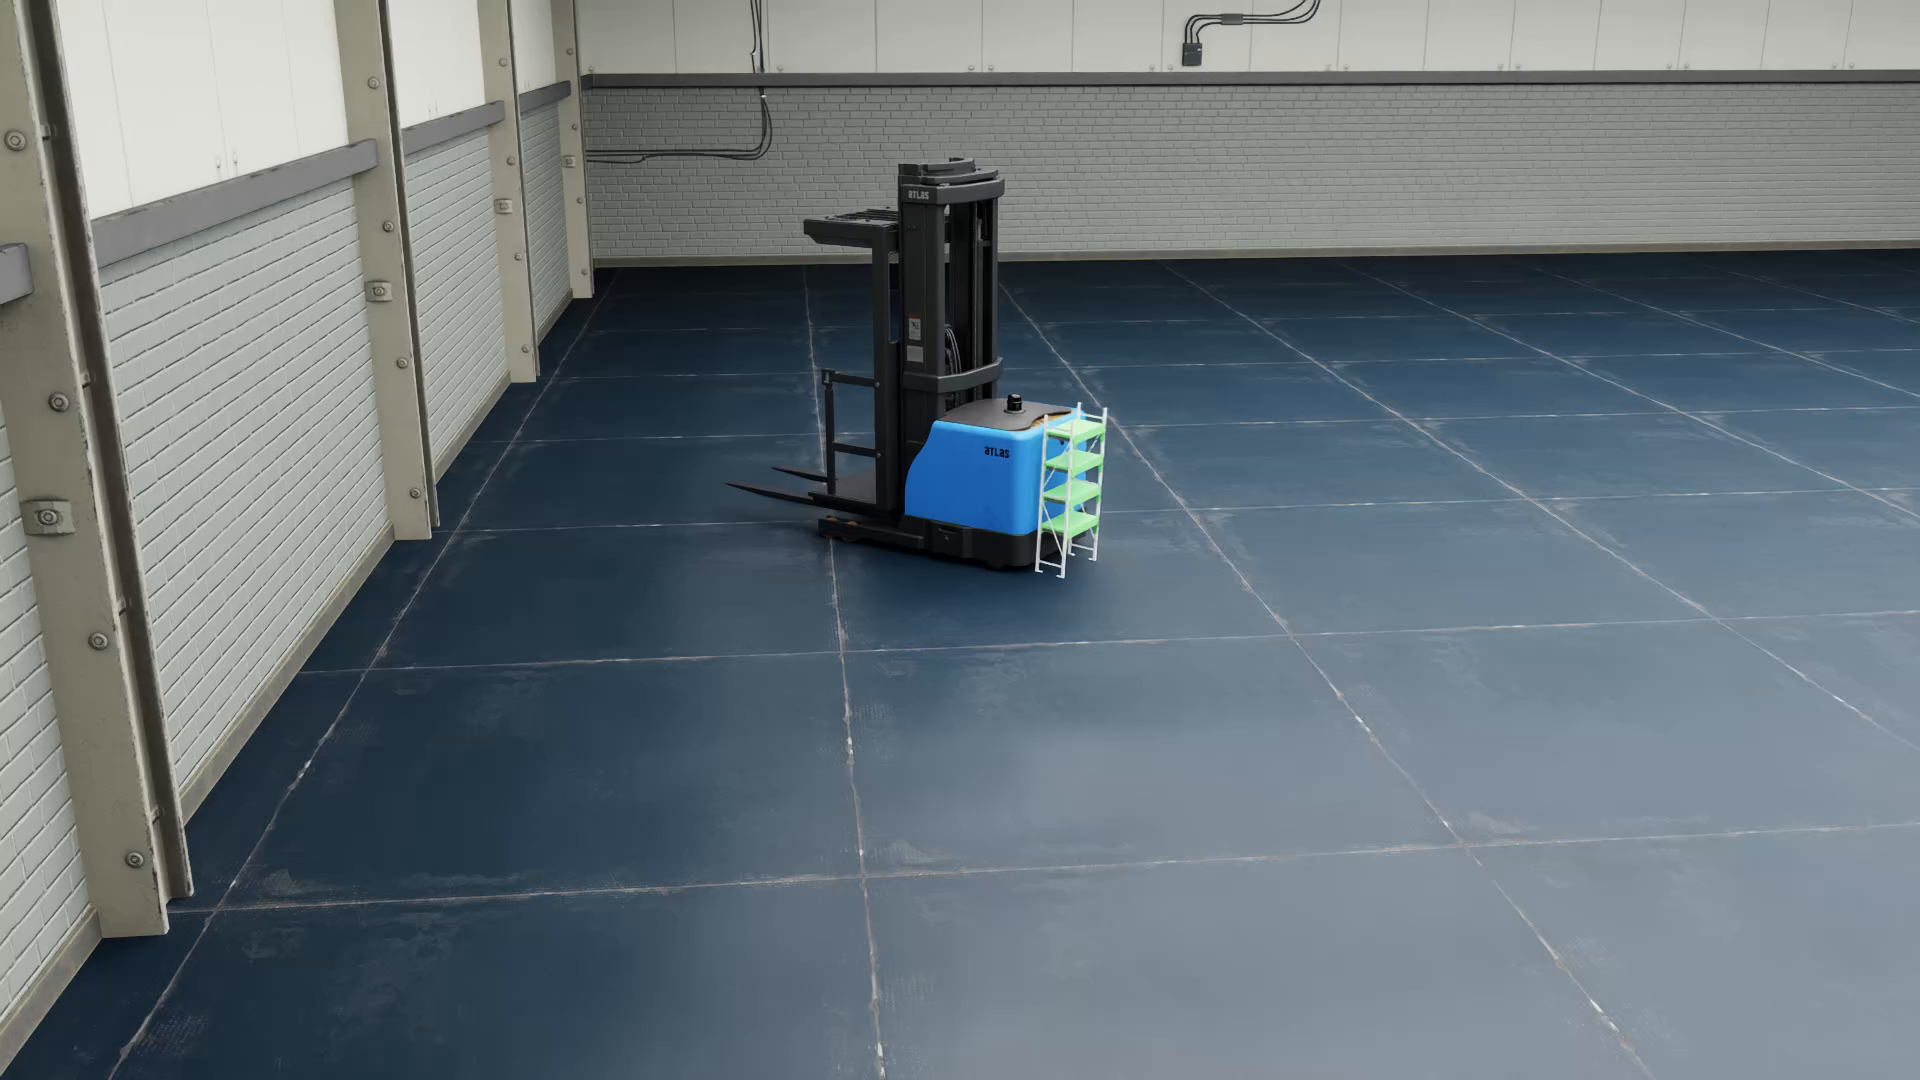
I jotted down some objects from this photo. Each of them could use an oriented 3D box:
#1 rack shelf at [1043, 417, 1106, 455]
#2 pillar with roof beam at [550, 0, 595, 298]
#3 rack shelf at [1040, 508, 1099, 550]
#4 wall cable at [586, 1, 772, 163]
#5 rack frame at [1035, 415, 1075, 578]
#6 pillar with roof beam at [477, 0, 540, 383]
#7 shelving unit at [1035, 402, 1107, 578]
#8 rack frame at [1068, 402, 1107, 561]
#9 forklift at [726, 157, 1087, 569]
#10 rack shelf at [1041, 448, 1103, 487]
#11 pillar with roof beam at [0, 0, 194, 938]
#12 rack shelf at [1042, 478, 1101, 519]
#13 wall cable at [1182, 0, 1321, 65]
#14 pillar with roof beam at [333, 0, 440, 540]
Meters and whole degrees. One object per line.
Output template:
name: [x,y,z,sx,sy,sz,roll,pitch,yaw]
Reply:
rack shelf: [0.841,-0.765,12.201,0.258,0.148,0.480,14,22,30]
pillar with roof beam: [-1.335,-8.063,23.836,9.100,9.000,0.400,-2,18,-6]
rack shelf: [0.810,-0.085,12.436,0.258,0.148,0.480,14,22,30]
wall cable: [-4.606,-7.367,26.803,3.097,2.526,0.112,-2,18,-6]
rack frame: [0.690,-0.310,12.142,0.240,1.200,0.015,14,22,30]
pillar with roof beam: [-0.716,-6.275,18.142,9.100,9.000,0.400,-2,18,-6]
shelving unit: [0.823,-0.372,12.337,0.258,1.200,0.503,14,22,30]
rack frame: [0.956,-0.433,12.532,0.240,1.200,0.015,14,22,30]
forklift: [-0.523,-1.501,13.064,3.031,2.935,1.130,11,21,31]
rack shelf: [0.830,-0.538,12.279,0.258,0.148,0.480,14,22,30]
pillar with roof beam: [0.521,-2.700,6.754,9.100,9.000,0.400,-2,18,-6]
rack shelf: [0.820,-0.312,12.358,0.258,0.148,0.480,14,22,30]
wall cable: [4.839,-10.760,26.748,2.305,6.003,0.169,-2,18,-6]
pillar with roof beam: [-0.098,-4.488,12.448,9.100,9.000,0.400,-2,18,-6]
